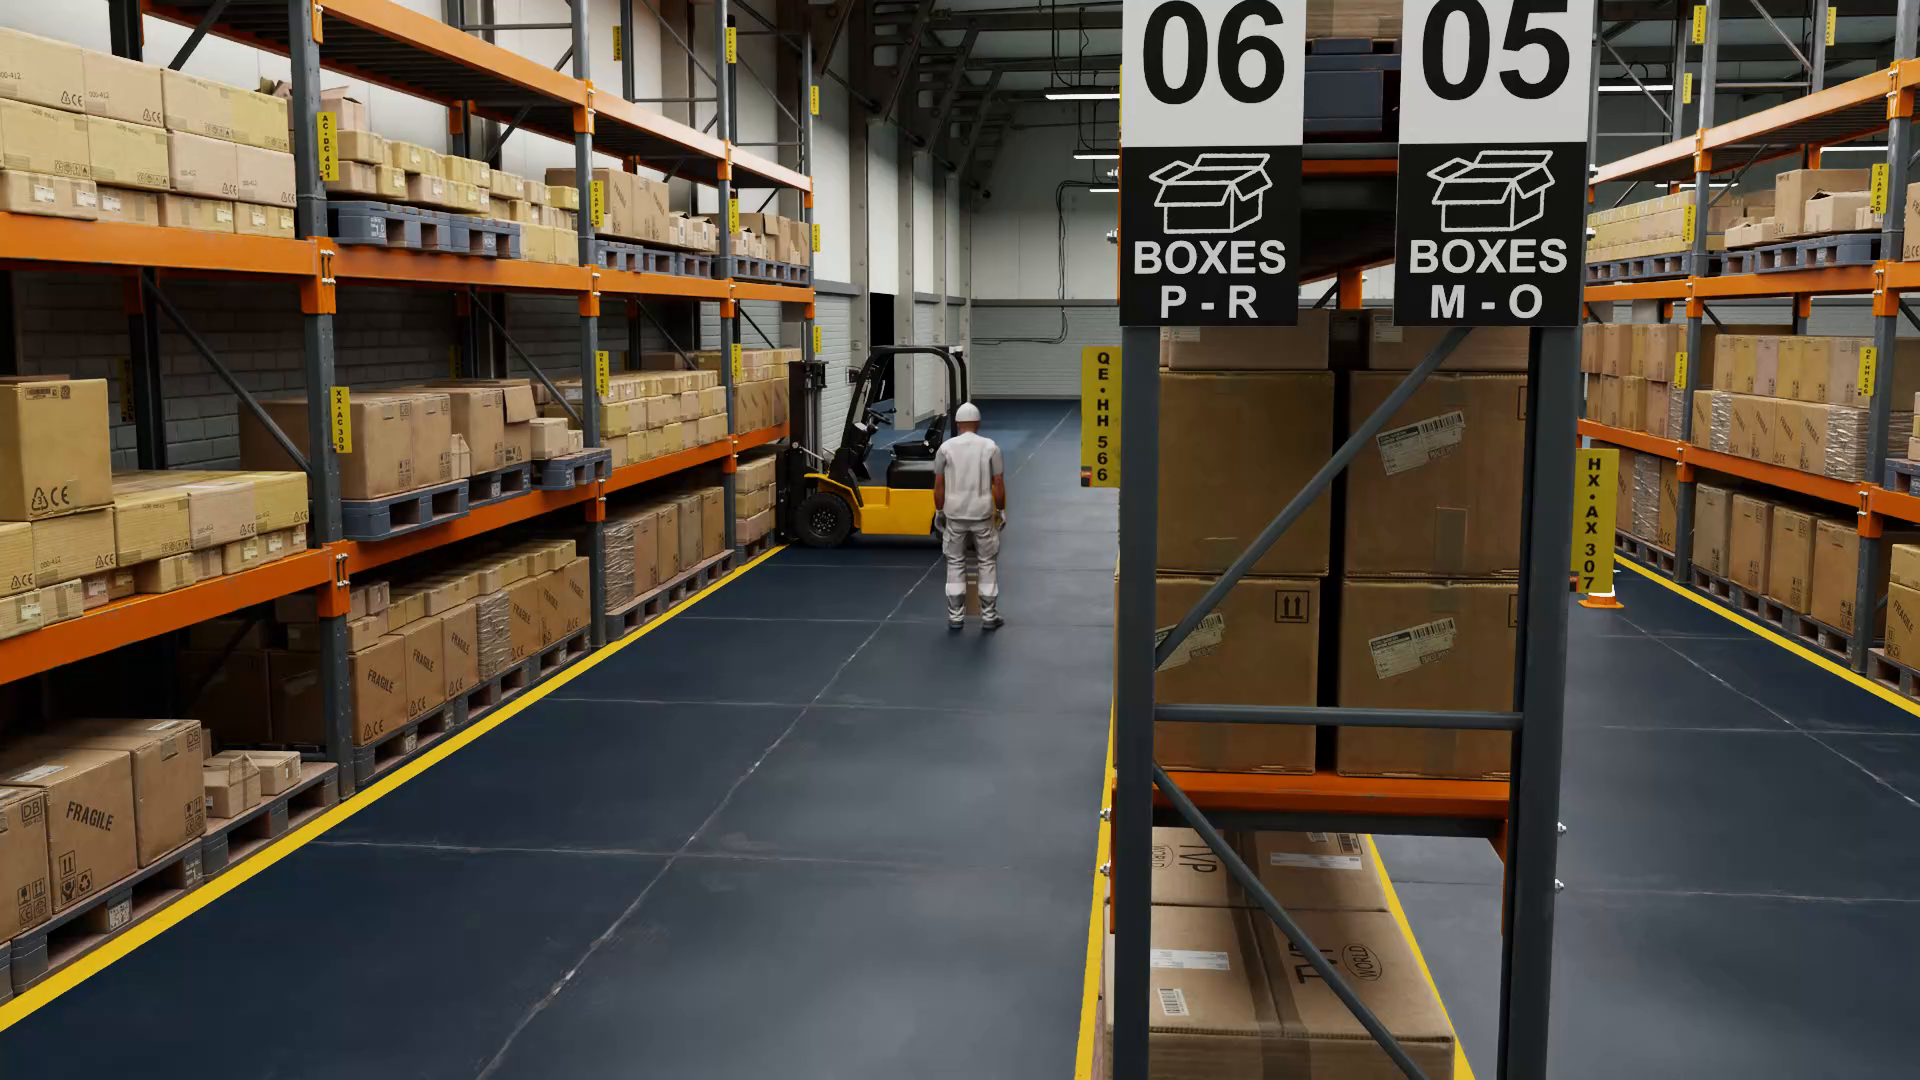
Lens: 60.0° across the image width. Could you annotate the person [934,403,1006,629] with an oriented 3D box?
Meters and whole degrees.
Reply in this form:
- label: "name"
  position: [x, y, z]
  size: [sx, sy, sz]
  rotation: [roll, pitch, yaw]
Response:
- label: "person"
  position: [0.080, -0.189, 13.163]
  size: [0.574, 1.781, 0.438]
  rotation: [1, 8, 4]
